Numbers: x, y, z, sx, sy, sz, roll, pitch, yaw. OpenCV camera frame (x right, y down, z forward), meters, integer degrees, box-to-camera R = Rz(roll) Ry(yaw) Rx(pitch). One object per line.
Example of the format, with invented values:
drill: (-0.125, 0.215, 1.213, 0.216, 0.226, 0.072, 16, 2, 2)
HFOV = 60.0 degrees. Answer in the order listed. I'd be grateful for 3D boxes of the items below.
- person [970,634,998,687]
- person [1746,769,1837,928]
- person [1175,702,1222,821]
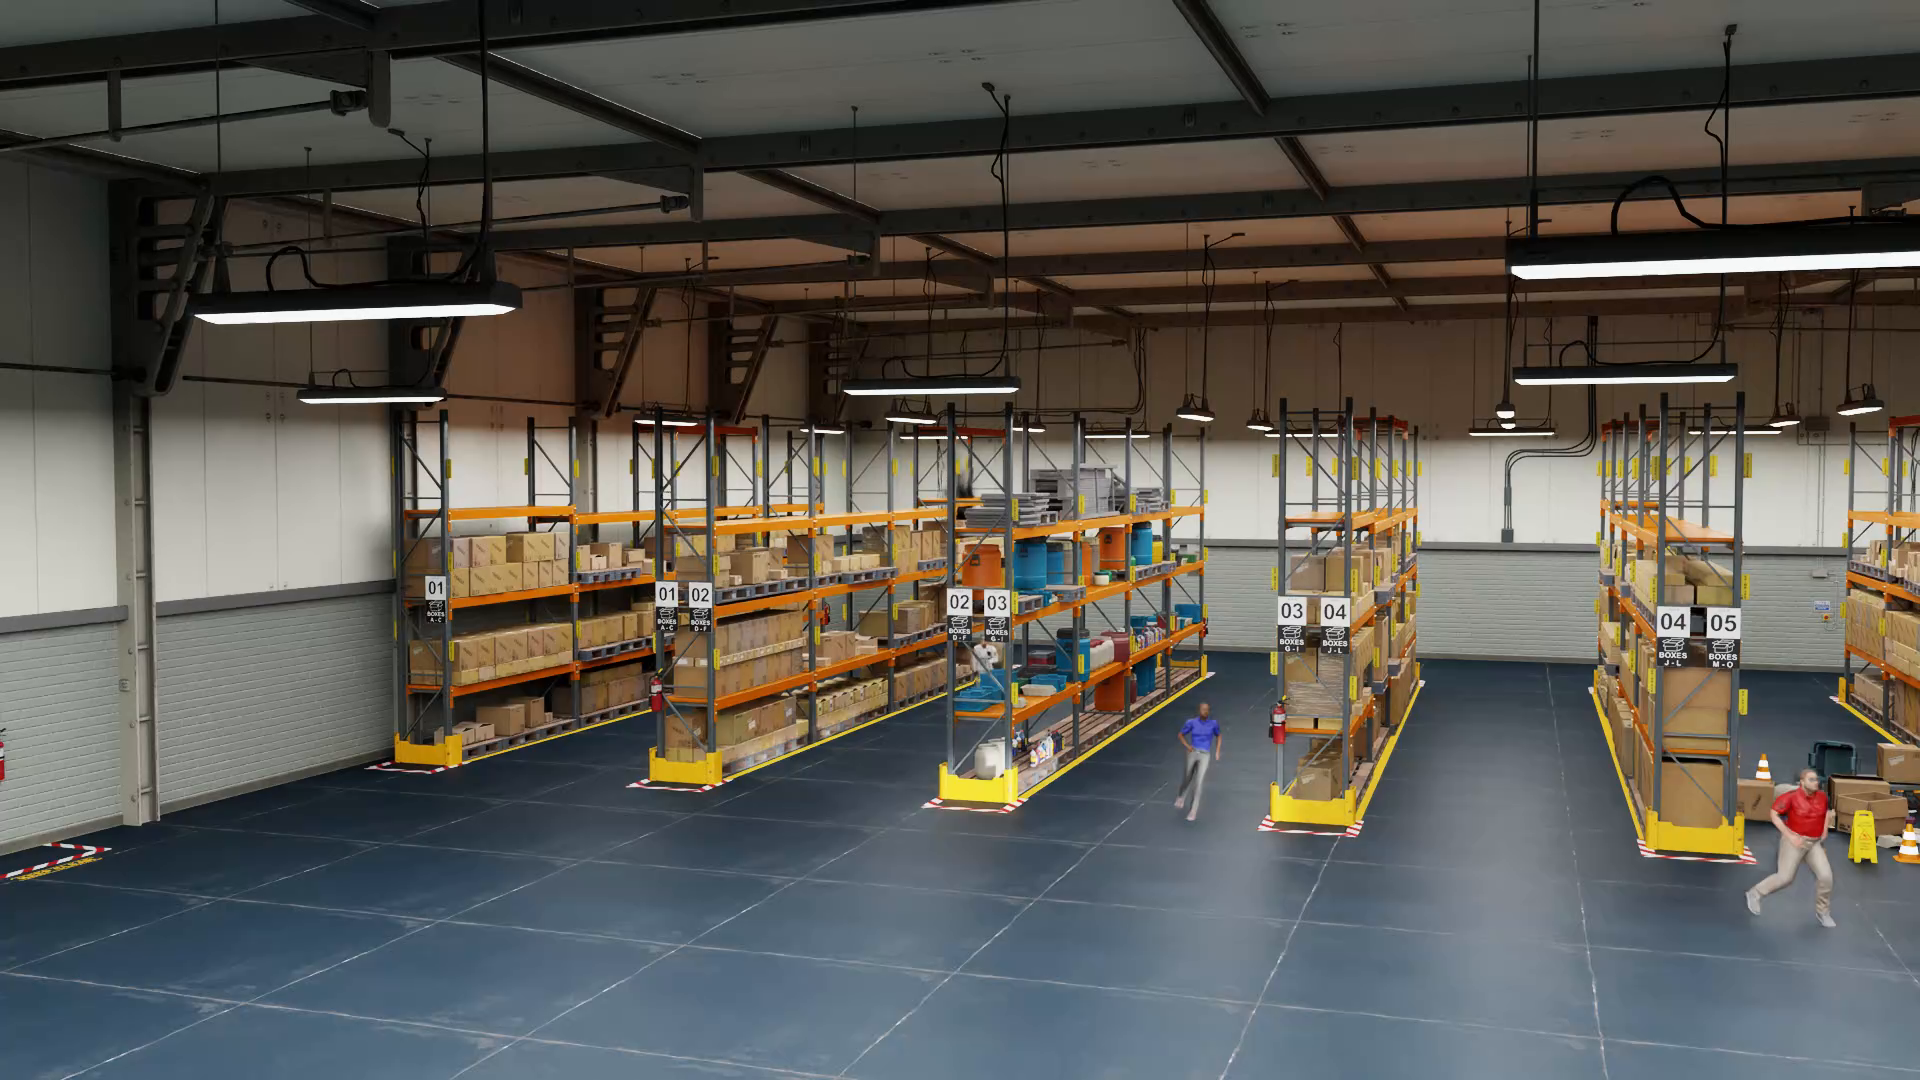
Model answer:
person: (0.496, 2.725, 34.419, 0.602, 1.612, 0.689, 0, 2, 5)
person: (9.257, 3.392, 18.384, 0.897, 1.737, 0.735, -1, 3, -14)
person: (3.442, 3.148, 23.973, 0.666, 1.636, 0.920, 0, 2, 6)
